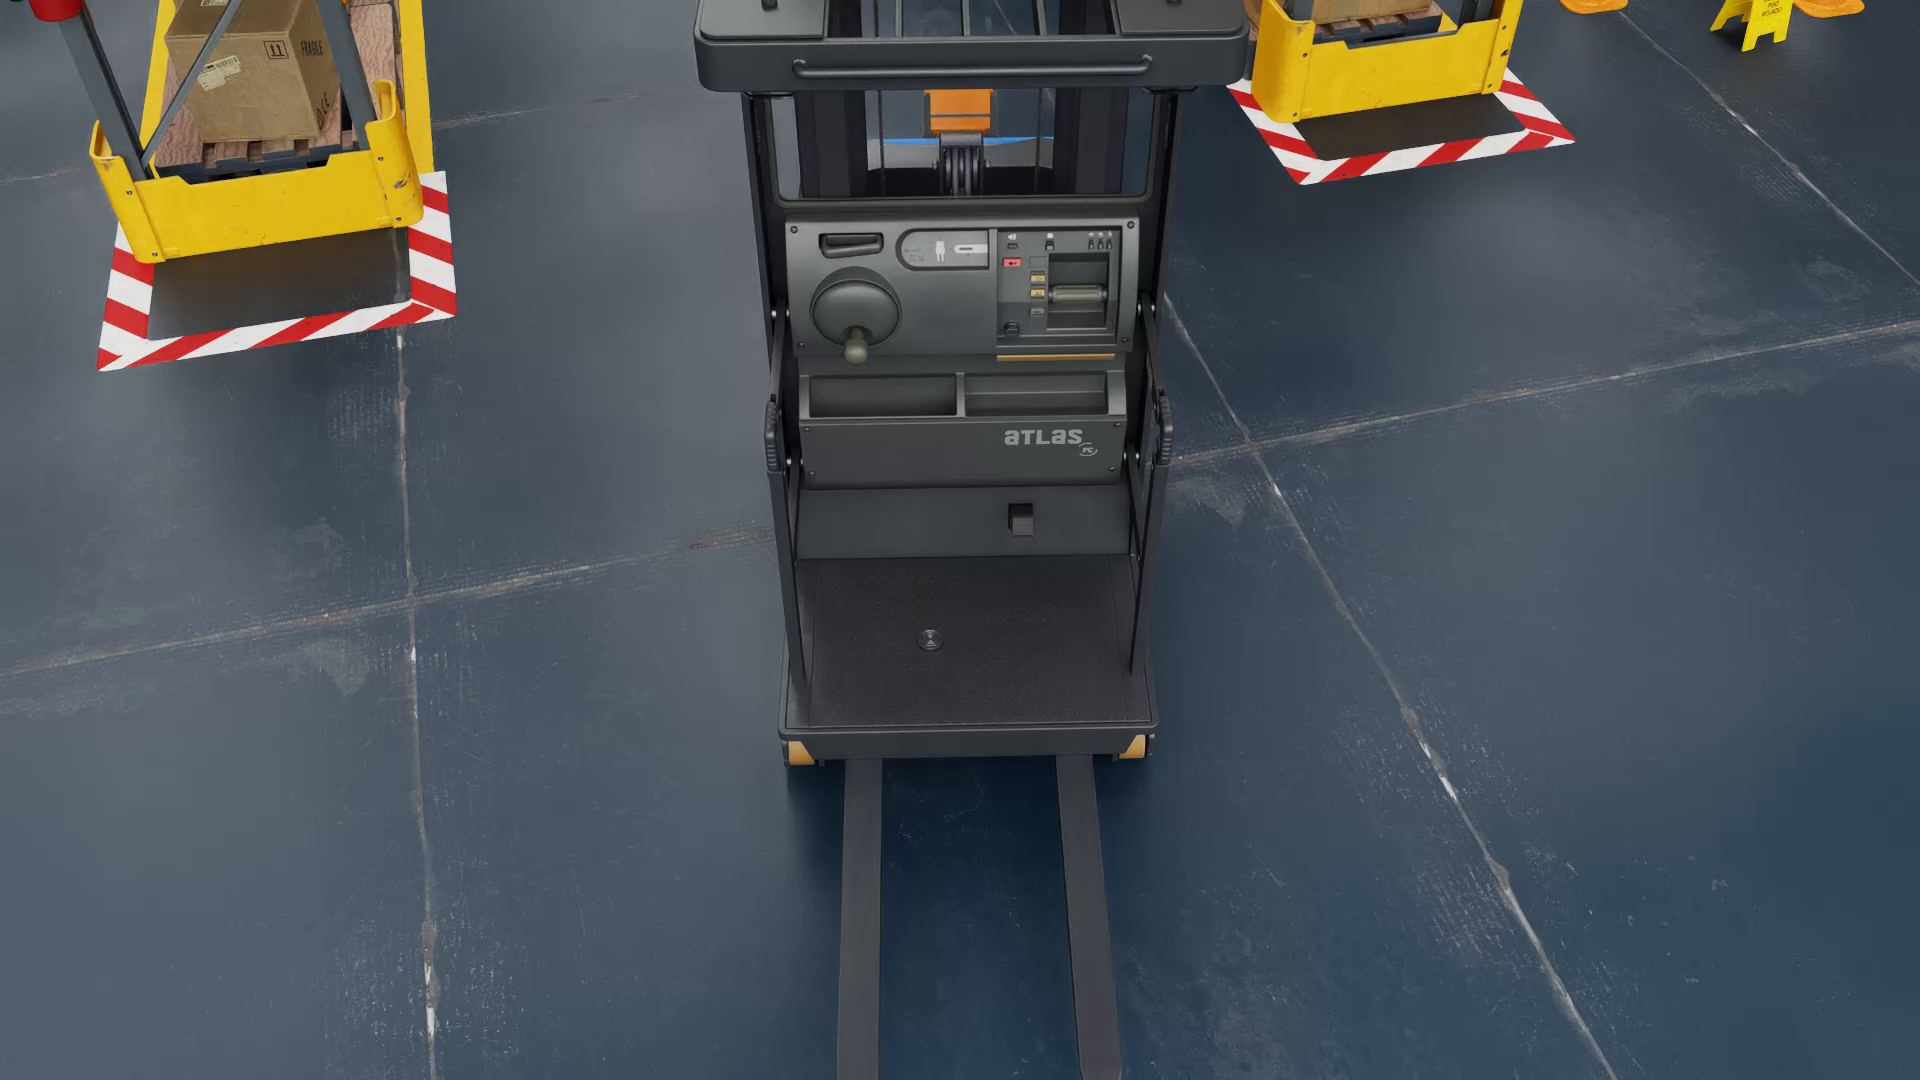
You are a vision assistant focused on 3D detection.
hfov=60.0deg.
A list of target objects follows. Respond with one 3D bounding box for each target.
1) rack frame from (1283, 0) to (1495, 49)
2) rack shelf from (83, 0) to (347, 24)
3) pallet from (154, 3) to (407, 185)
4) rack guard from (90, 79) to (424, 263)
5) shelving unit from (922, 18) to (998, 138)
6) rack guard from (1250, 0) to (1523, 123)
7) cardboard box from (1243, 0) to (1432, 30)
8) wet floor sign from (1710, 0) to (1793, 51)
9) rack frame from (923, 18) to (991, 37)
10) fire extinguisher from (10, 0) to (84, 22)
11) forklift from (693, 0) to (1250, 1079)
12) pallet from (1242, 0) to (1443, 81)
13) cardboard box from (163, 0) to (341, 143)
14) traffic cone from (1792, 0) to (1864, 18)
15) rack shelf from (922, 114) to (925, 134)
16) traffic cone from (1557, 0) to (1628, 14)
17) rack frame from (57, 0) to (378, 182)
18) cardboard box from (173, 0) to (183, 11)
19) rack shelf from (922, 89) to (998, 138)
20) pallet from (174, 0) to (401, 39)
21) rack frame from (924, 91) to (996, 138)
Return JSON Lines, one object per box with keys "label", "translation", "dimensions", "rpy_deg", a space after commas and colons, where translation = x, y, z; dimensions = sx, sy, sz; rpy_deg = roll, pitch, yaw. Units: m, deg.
{"label": "rack frame", "translation": [1.952, -3.192, 6.778], "dimensions": [1.000, 3.000, 0.127], "rpy_deg": [-11, 47, -10]}
{"label": "rack shelf", "translation": [-3.380, -3.484, 7.568], "dimensions": [1.077, 0.370, 4.000], "rpy_deg": [-11, 47, -10]}
{"label": "pallet", "translation": [-3.062, -1.999, 7.561], "dimensions": [1.003, 0.211, 1.213], "rpy_deg": [-11, 47, -10]}
{"label": "rack guard", "translation": [-2.888, -1.532, 6.902], "dimensions": [1.175, 0.500, 0.348], "rpy_deg": [-11, 47, -10]}
{"label": "shelving unit", "translation": [-0.005, -1.241, 6.126], "dimensions": [0.258, 1.200, 0.503], "rpy_deg": [-1, 46, -1]}
{"label": "rack guard", "translation": [1.958, -2.300, 7.654], "dimensions": [1.175, 0.500, 0.348], "rpy_deg": [-11, 47, -10]}
{"label": "cardboard box", "translation": [1.715, -3.051, 7.834], "dimensions": [0.875, 0.875, 0.875], "rpy_deg": [-10, 47, -10]}
{"label": "wet floor sign", "translation": [3.874, -2.710, 7.954], "dimensions": [0.267, 0.644, 0.232], "rpy_deg": [-18, 48, -17]}
{"label": "rack frame", "translation": [-0.010, -1.416, 6.297], "dimensions": [0.240, 1.200, 0.015], "rpy_deg": [-1, 46, -1]}
{"label": "fire extinguisher", "translation": [-3.284, -2.165, 5.825], "dimensions": [0.296, 0.674, 0.183], "rpy_deg": [-11, 47, -10]}
{"label": "forklift", "translation": [0.015, -0.576, 4.262], "dimensions": [1.130, 2.935, 3.031], "rpy_deg": [-1, 46, -1]}
{"label": "pallet", "translation": [1.672, -2.754, 8.301], "dimensions": [1.003, 0.211, 1.213], "rpy_deg": [-11, 47, -10]}
{"label": "cardboard box", "translation": [-3.012, -2.061, 7.126], "dimensions": [0.500, 0.500, 0.500], "rpy_deg": [-3, 46, -3]}
{"label": "traffic cone", "translation": [4.368, -2.902, 8.270], "dimensions": [0.336, 0.463, 0.334], "rpy_deg": [-11, 47, -10]}
{"label": "rack shelf", "translation": [-0.005, -1.351, 6.015], "dimensions": [0.258, 0.148, 0.480], "rpy_deg": [-1, 46, -1]}
{"label": "traffic cone", "translation": [3.189, -2.930, 8.298], "dimensions": [0.336, 0.463, 0.334], "rpy_deg": [-11, 47, -10]}
{"label": "rack frame", "translation": [-2.868, -2.355, 5.958], "dimensions": [1.000, 3.000, 0.127], "rpy_deg": [-11, 47, -10]}
{"label": "cardboard box", "translation": [-3.198, -2.468, 7.524], "dimensions": [0.500, 0.500, 0.500], "rpy_deg": [0, 46, 0]}
{"label": "rack shelf", "translation": [-0.005, -1.516, 5.846], "dimensions": [0.258, 0.148, 0.480], "rpy_deg": [-1, 46, -1]}
{"label": "pallet", "translation": [-3.370, -2.839, 8.385], "dimensions": [1.003, 0.211, 1.213], "rpy_deg": [-11, 47, -10]}
{"label": "rack frame", "translation": [0.001, -1.067, 5.956], "dimensions": [0.240, 1.200, 0.015], "rpy_deg": [-1, 46, -1]}
